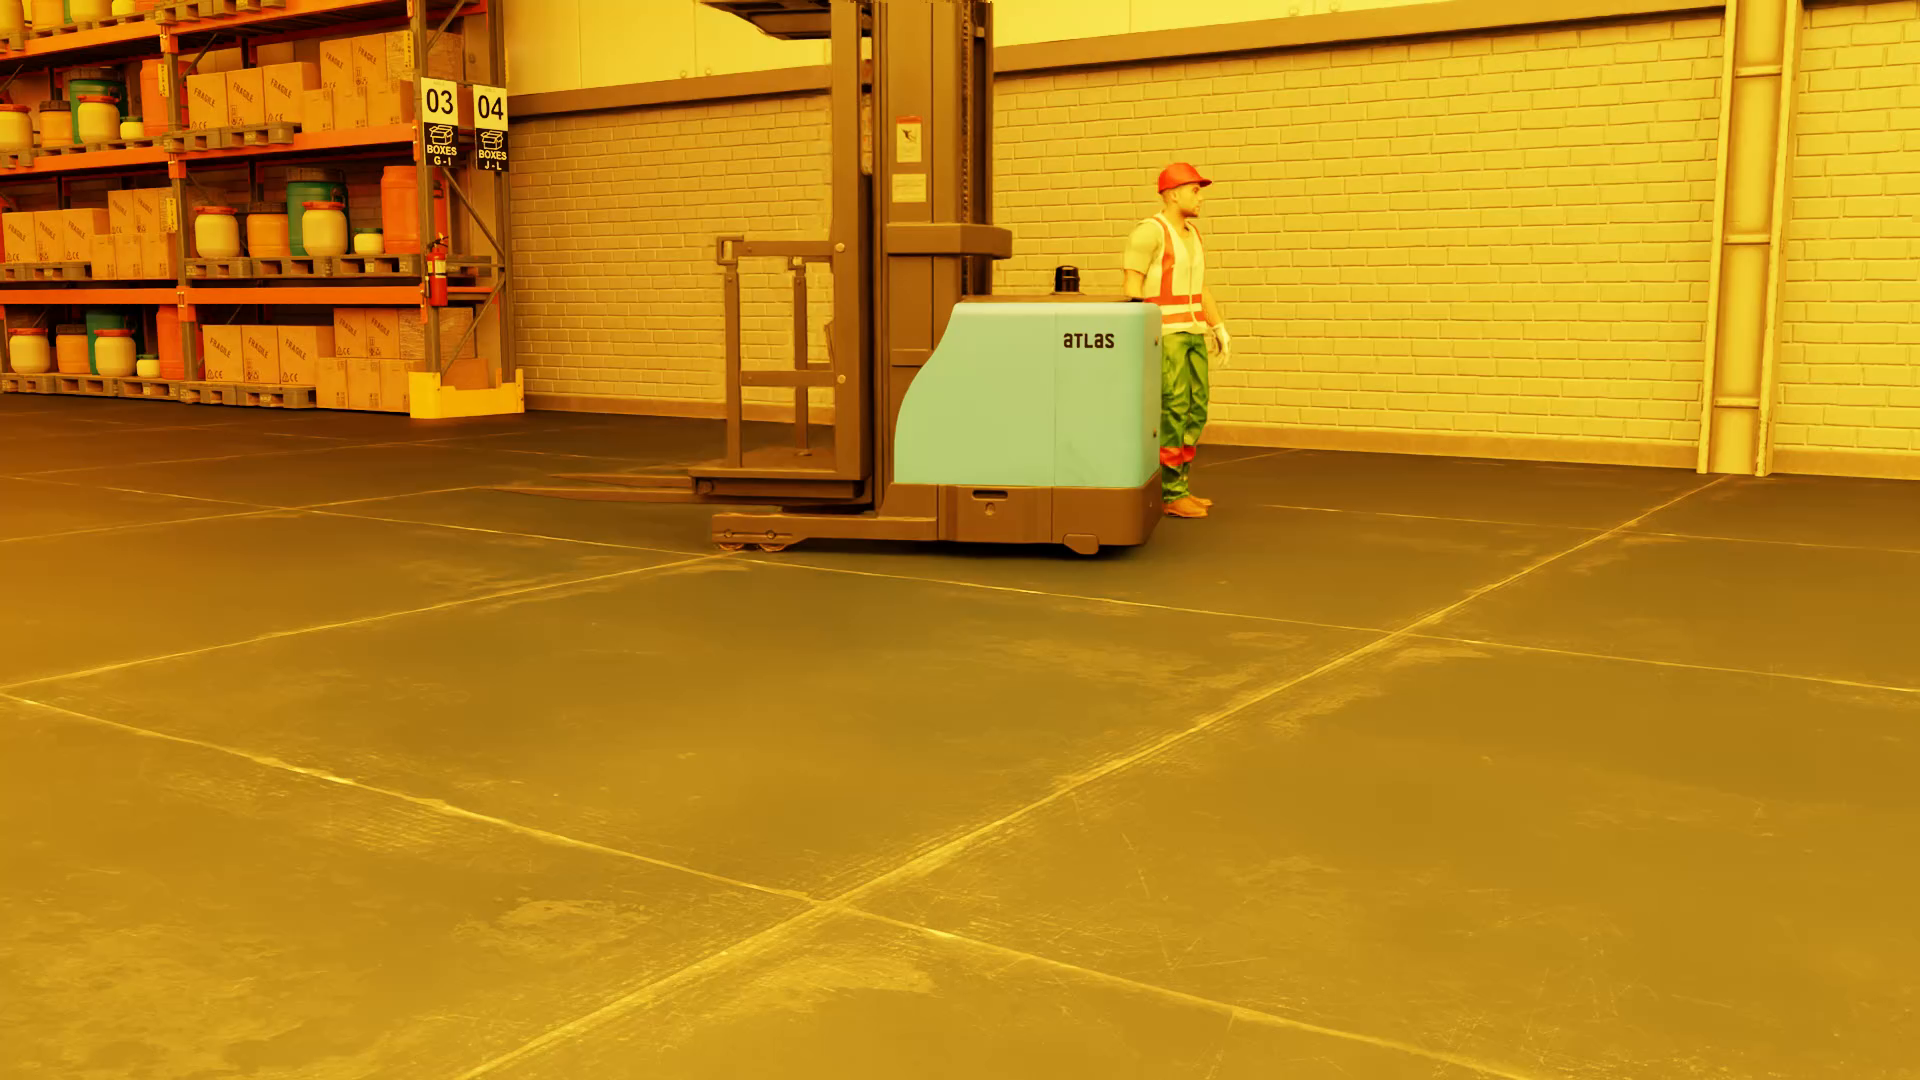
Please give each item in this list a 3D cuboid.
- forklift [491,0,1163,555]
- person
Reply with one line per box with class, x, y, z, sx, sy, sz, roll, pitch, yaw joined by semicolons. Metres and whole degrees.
forklift;-0.620;-1.469;7.525;3.031;2.935;1.130;2;8;12
person;1.167;-1.027;8.508;0.525;1.785;0.718;7;11;42
